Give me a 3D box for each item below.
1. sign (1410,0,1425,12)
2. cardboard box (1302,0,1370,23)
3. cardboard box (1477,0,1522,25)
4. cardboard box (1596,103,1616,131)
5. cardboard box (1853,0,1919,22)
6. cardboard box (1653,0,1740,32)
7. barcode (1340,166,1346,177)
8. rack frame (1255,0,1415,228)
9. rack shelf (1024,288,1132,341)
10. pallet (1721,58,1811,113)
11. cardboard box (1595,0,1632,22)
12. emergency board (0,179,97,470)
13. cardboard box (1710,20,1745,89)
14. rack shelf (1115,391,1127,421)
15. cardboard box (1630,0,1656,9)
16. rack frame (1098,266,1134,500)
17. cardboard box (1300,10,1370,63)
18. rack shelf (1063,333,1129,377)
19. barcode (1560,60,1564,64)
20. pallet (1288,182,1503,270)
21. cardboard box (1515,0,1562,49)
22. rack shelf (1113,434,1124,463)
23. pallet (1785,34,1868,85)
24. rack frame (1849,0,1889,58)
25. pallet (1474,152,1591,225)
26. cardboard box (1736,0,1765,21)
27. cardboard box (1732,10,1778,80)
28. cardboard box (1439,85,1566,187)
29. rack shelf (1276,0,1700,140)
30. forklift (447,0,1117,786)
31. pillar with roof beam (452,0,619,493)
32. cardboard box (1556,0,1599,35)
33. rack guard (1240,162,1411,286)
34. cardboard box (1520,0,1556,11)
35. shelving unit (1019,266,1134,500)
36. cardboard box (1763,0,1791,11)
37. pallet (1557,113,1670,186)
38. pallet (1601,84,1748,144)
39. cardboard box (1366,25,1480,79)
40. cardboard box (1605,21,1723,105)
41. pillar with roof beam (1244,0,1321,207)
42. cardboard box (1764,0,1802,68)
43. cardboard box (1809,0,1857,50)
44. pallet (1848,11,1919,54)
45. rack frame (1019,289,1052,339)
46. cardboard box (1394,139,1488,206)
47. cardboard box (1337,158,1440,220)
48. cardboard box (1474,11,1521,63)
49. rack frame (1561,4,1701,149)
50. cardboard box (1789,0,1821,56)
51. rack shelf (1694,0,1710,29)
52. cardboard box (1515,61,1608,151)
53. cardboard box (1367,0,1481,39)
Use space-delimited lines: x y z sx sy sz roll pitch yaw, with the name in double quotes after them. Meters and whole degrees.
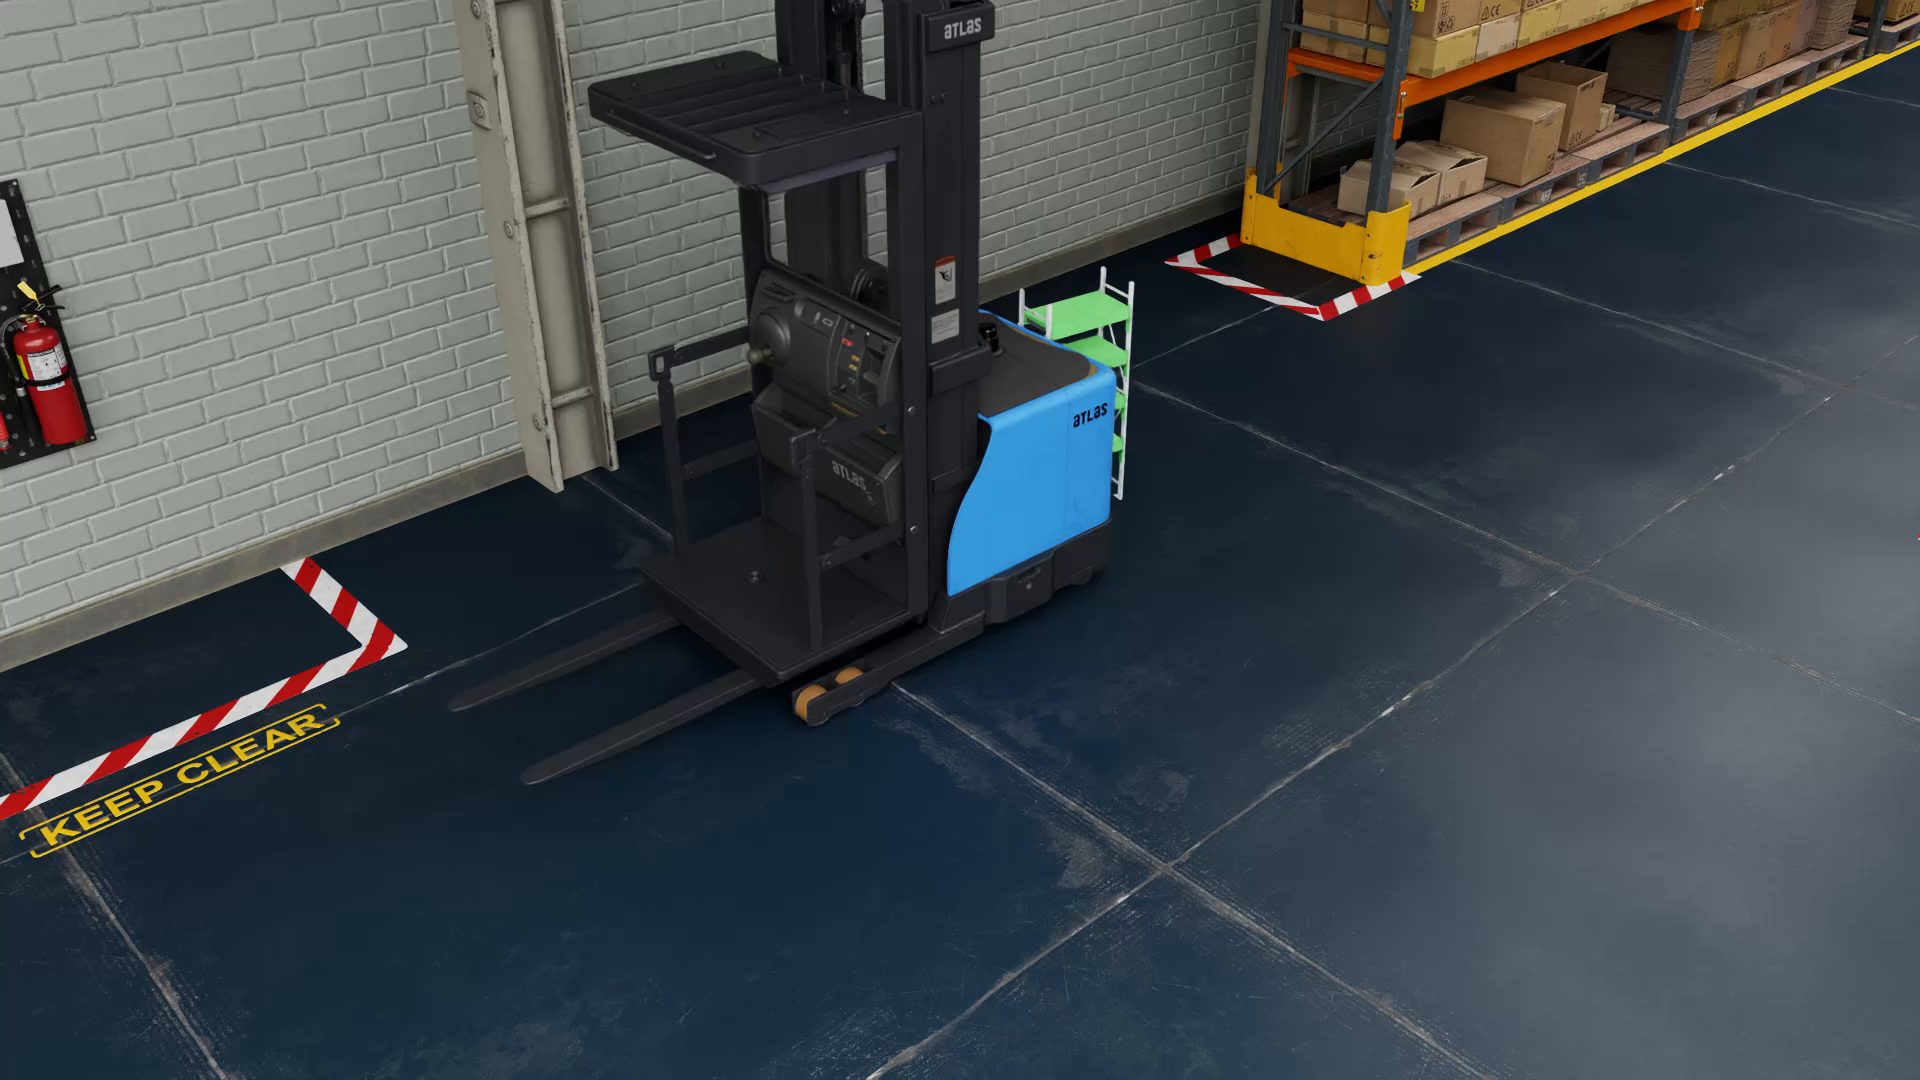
2.778 -3.364 10.046 0.005 0.325 0.100 -26 40 -35 "sign"
2.610 -3.715 10.856 0.500 0.500 0.500 -26 40 -36 "cardboard box"
3.333 -3.693 10.819 0.500 0.500 0.500 -26 40 -35 "cardboard box"
4.971 -3.399 13.227 0.380 0.166 0.250 23 38 33 "cardboard box"
8.904 -5.513 16.048 0.750 0.750 0.750 -26 40 -36 "cardboard box"
6.192 -4.487 13.968 0.500 0.250 0.500 -27 40 -36 "cardboard box"
2.719 -2.617 11.802 0.075 0.075 0.001 -26 40 -35 "barcode"
2.409 -3.202 10.612 0.127 3.000 1.000 -26 40 -35 "rack frame"
0.559 -1.056 8.027 0.480 0.148 0.258 -19 36 -28 "rack shelf"
6.807 -4.143 14.823 1.213 0.211 1.003 -26 40 -35 "pallet"
4.472 -3.924 11.916 0.500 0.250 0.500 -26 40 -36 "cardboard box"
-3.903 -0.791 6.669 0.643 1.169 0.194 -26 40 -35 "emergency board"
6.216 -4.212 14.238 0.500 0.500 0.700 -27 40 -36 "cardboard box"
0.561 -0.647 8.279 0.480 0.148 0.258 -19 36 -28 "rack shelf"
4.830 -4.108 12.217 0.500 0.250 0.500 -26 40 -35 "cardboard box"
0.764 -0.773 8.360 0.015 1.200 0.240 -19 36 -28 "rack frame"
2.620 -3.387 11.038 0.500 0.250 0.500 -25 39 -35 "cardboard box"
0.560 -0.852 8.153 0.480 0.148 0.258 -19 36 -28 "rack shelf"
4.783 -3.779 13.223 0.075 0.075 0.001 -26 40 -35 "barcode"
3.085 -2.314 11.832 1.213 0.211 1.003 -26 40 -35 "pallet"
3.732 -3.566 11.332 0.500 0.250 0.500 -27 40 -36 "cardboard box"
0.562 -0.443 8.405 0.480 0.148 0.258 -19 36 -28 "rack shelf"
7.702 -4.574 15.527 1.213 0.211 1.003 -26 40 -35 "pallet"
8.276 -6.040 15.252 0.127 3.000 1.000 -26 40 -35 "rack frame"
3.979 -2.745 12.536 1.213 0.211 1.003 -26 40 -35 "pallet"
6.570 -4.673 14.273 0.500 0.250 0.500 -27 41 -37 "cardboard box"
6.617 -4.378 14.508 0.500 0.500 0.700 -25 40 -35 "cardboard box"
3.968 -2.978 12.219 0.700 0.500 0.500 26 40 36 "cardboard box"
3.876 -3.605 11.959 4.000 0.370 1.077 -26 40 -35 "rack shelf"
-0.722 -0.782 6.720 3.031 2.935 1.130 -25 39 -34 "forklift"
0.862 -2.566 3.820 0.400 9.000 9.100 -26 40 -35 "pillar with roof beam"
4.104 -3.745 11.624 0.500 0.250 0.500 -25 40 -35 "cardboard box"
2.465 -2.163 11.308 0.348 0.500 1.175 -26 40 -35 "rack guard"
3.716 -3.873 11.115 0.500 0.500 0.500 -27 41 -37 "cardboard box"
0.561 -0.702 8.245 0.503 1.200 0.258 -19 36 -28 "shelving unit"
6.949 -4.843 14.551 0.500 0.250 0.500 -26 40 -36 "cardboard box"
4.874 -3.180 13.248 1.213 0.211 1.003 -26 40 -35 "pallet"
5.912 -3.708 14.112 1.213 0.211 1.003 -26 40 -35 "pallet"
2.983 -3.198 10.730 0.500 0.250 0.500 -27 41 -37 "cardboard box"
5.871 -4.010 13.906 0.500 0.500 0.700 -24 39 -34 "cardboard box"
5.262 -4.694 7.300 0.400 9.000 9.100 -26 40 -35 "pillar with roof beam"
6.981 -4.560 14.807 0.500 0.500 0.700 -26 40 -36 "cardboard box"
7.783 -4.886 15.339 0.500 0.500 0.700 -25 39 -35 "cardboard box"
8.905 -5.101 16.390 1.213 0.211 1.003 -26 40 -35 "pallet"
0.357 -0.630 8.131 0.015 1.200 0.240 -19 36 -28 "rack frame"
3.396 -2.656 11.874 0.500 0.311 0.500 -22 38 -32 "cardboard box"
2.978 -2.454 11.543 0.500 0.311 0.500 24 39 34 "cardboard box"
3.354 -3.388 11.040 0.500 0.250 0.500 -27 41 -37 "cardboard box"
5.342 -4.621 12.932 0.127 3.000 1.000 -26 40 -35 "rack frame"
7.326 -4.748 15.113 0.500 0.500 0.700 -26 40 -36 "cardboard box"
6.809 -5.024 14.280 4.000 0.370 1.077 -26 40 -35 "rack shelf"
4.609 -3.359 12.842 0.500 0.500 0.500 26 40 35 "cardboard box"
2.964 -3.521 10.539 0.500 0.500 0.500 -26 40 -35 "cardboard box"
